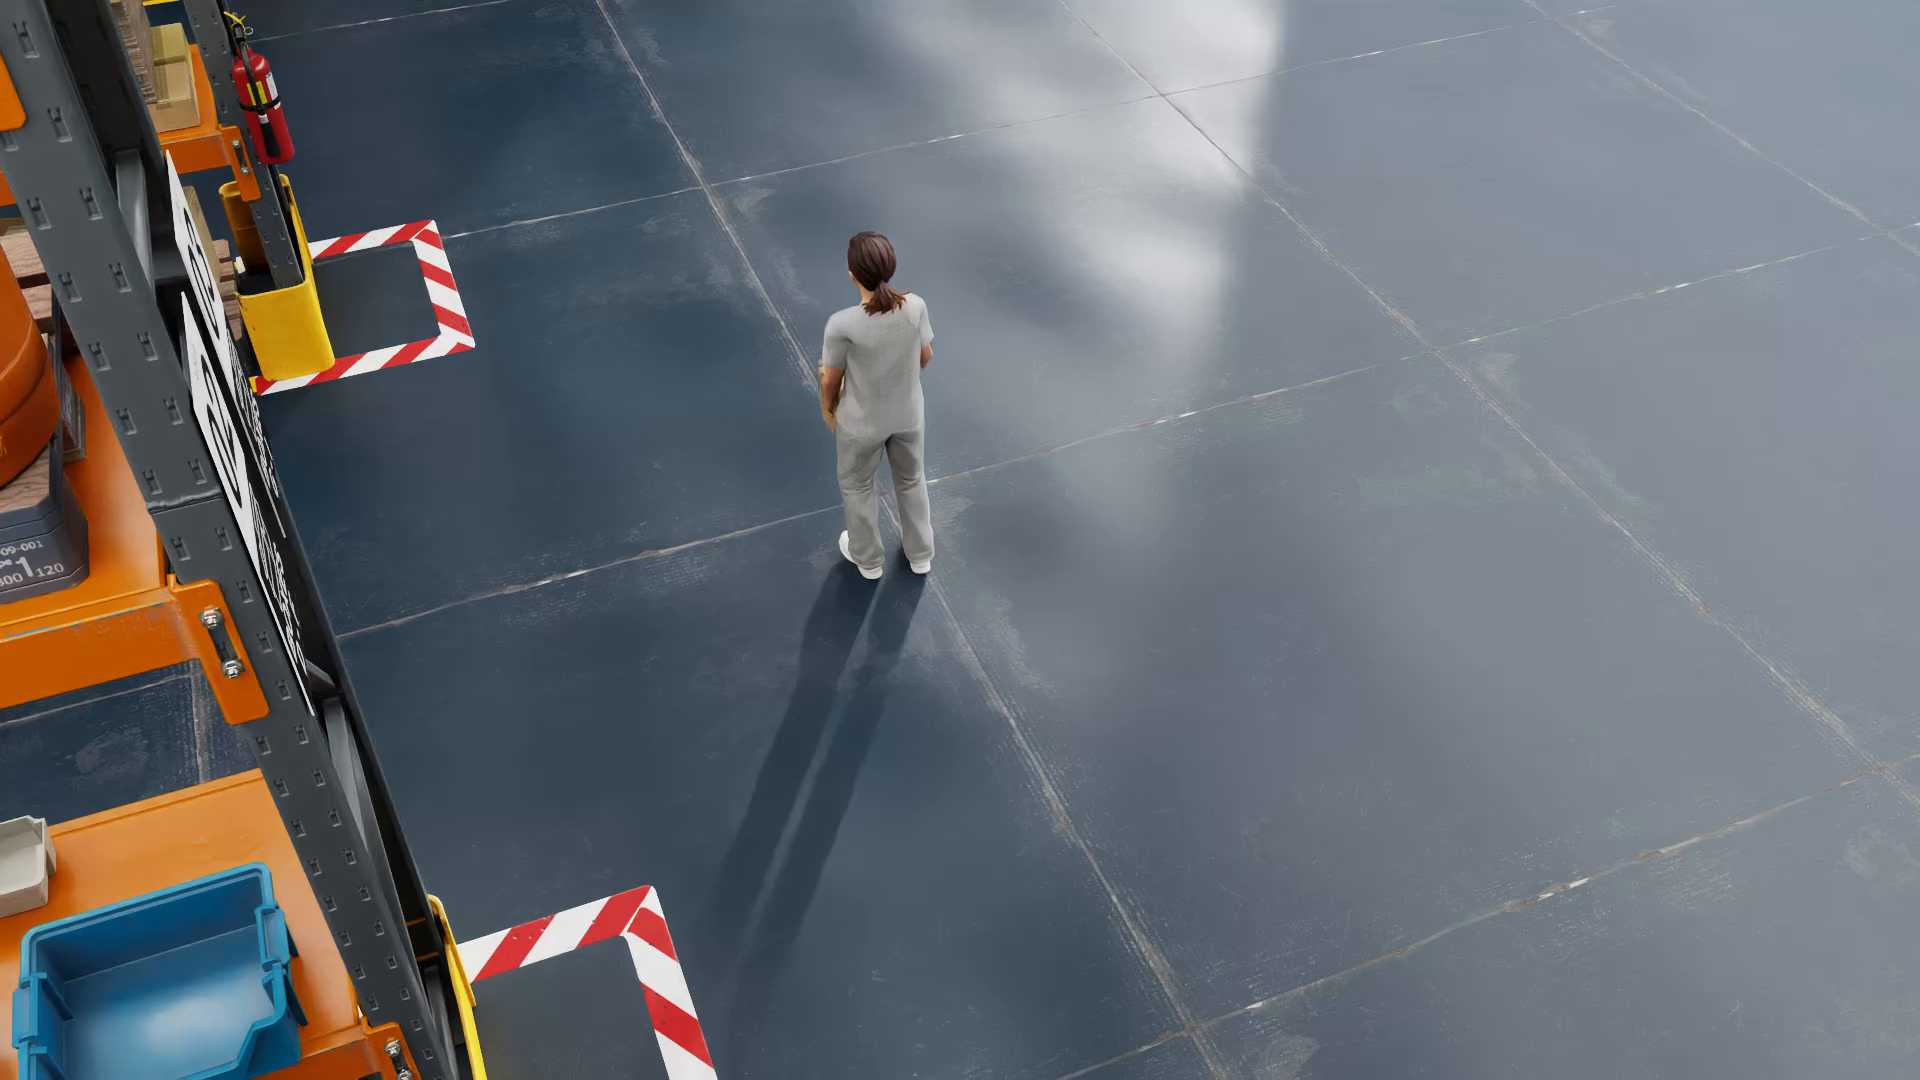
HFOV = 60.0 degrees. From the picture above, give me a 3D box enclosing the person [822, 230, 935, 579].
[{"bbox_3d":[-0.340,-0.523,6.741,0.467,1.676,0.424,-16,44,-17],"label":"person"}]
